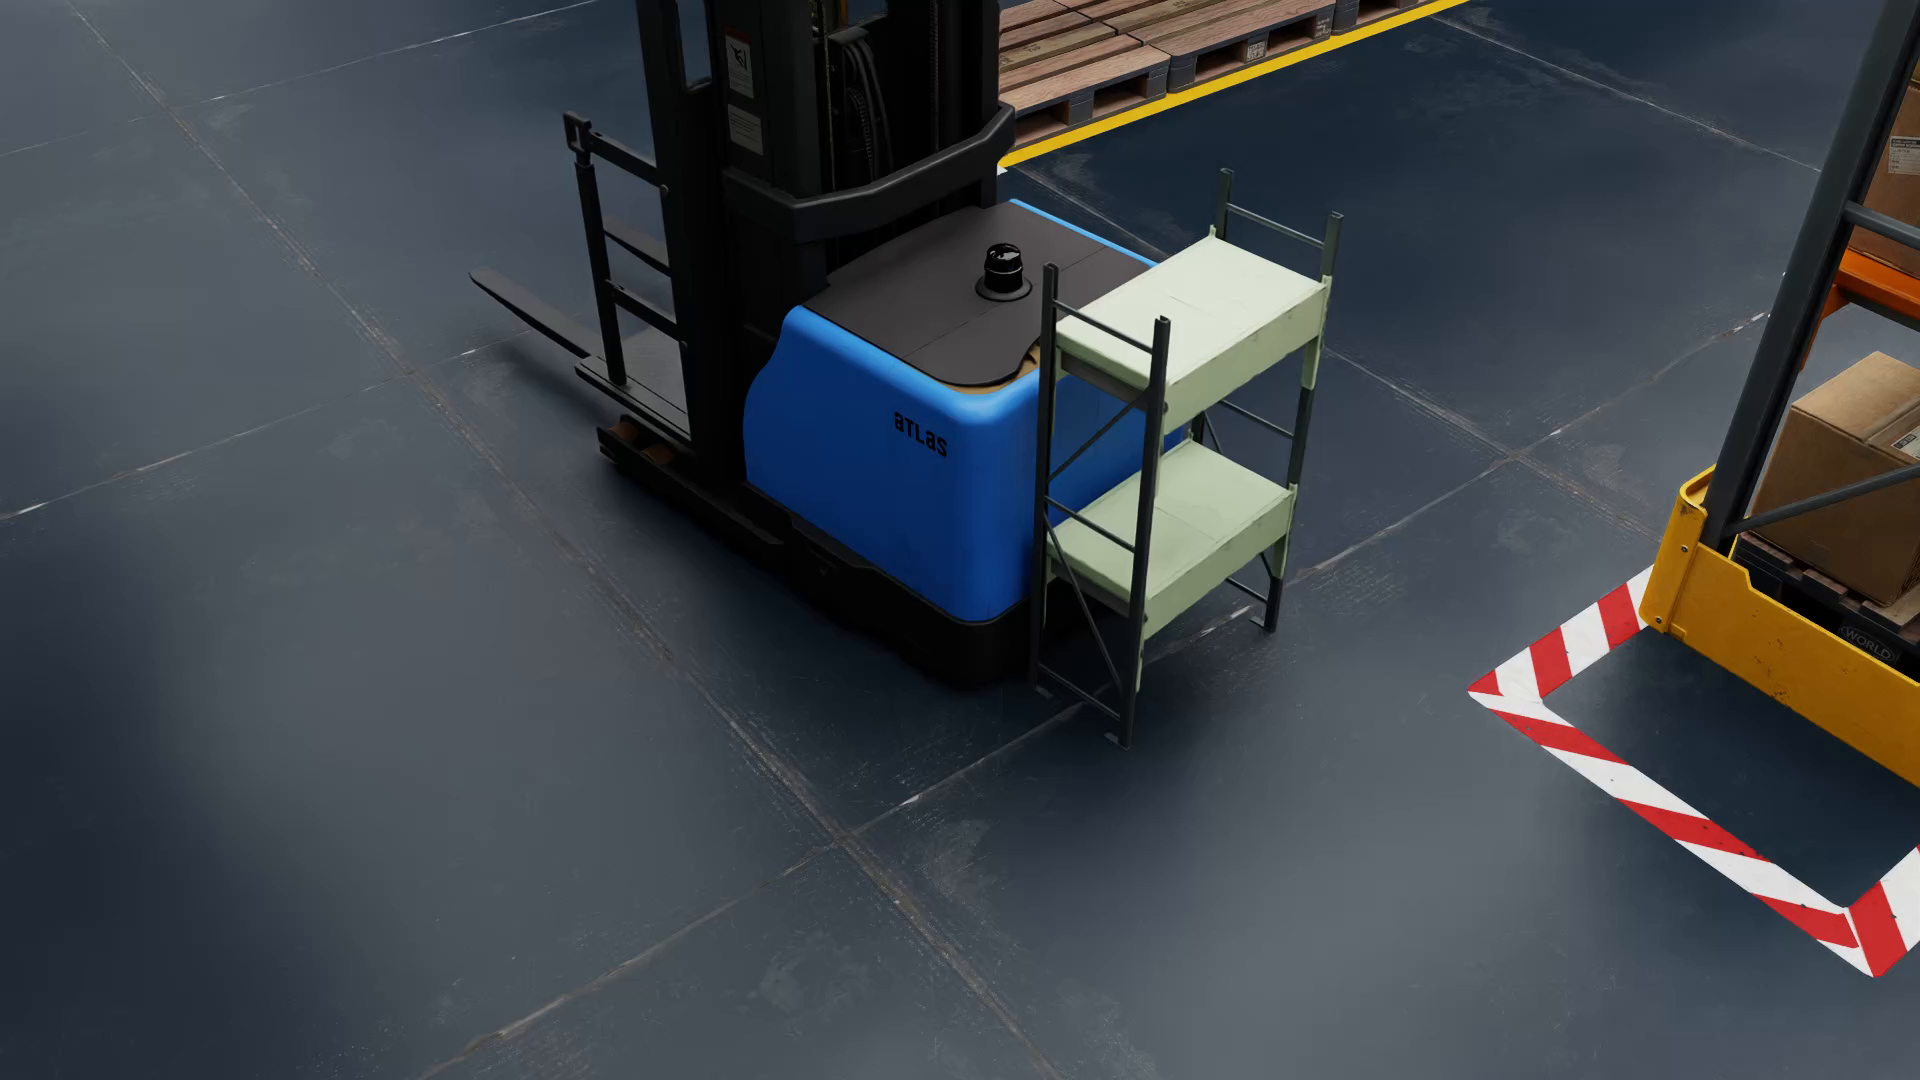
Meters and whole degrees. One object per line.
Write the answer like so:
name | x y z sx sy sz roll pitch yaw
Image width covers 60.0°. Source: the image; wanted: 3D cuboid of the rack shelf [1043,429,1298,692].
rack shelf | 0.618 0.047 5.023 0.431 0.370 0.720 32 49 33

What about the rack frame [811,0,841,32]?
rack frame | -0.385 -3.155 7.231 0.127 3.000 1.000 -26 46 -28

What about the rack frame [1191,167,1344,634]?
rack frame | 0.874 -0.370 5.019 0.400 1.500 0.023 32 49 33

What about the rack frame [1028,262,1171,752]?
rack frame | 0.362 -0.039 4.614 0.400 1.500 0.023 32 49 33

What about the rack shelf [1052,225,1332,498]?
rack shelf | 0.619 -0.506 4.569 0.431 0.370 0.720 32 49 33

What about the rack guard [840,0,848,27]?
rack guard | -0.396 -2.172 8.004 0.348 0.500 1.175 -26 46 -28

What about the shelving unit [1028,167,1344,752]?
shelving unit | 0.618 -0.205 4.816 0.431 1.500 0.755 32 49 33

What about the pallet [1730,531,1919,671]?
pallet | 3.323 0.078 5.489 1.213 0.211 1.003 -26 46 -28

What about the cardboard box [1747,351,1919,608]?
cardboard box | 2.912 -0.200 5.253 0.500 0.500 0.500 -26 46 -28

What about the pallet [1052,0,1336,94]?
pallet | 1.260 -2.845 9.051 1.213 0.211 1.003 -26 46 -28

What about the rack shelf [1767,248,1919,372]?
rack shelf | 4.217 -1.157 5.363 4.000 0.370 1.077 -26 46 -28

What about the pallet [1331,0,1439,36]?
pallet | 2.228 -3.319 9.629 1.213 0.211 1.003 -26 46 -28

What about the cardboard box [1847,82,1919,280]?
cardboard box | 2.820 -1.011 4.538 0.500 0.500 0.500 -25 45 -27

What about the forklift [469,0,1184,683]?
forklift | -0.670 -1.520 5.292 3.031 2.935 1.130 32 49 33

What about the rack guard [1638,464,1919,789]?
rack guard | 2.691 0.275 5.021 0.348 0.500 1.175 -26 46 -28

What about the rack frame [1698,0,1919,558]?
rack frame | 2.631 -0.662 4.192 0.127 3.000 1.000 -26 46 -28

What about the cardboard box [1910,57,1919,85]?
cardboard box | 2.816 -1.398 4.222 0.500 0.500 0.500 -26 46 -28

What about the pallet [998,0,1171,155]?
pallet | 0.293 -2.376 8.480 1.213 0.211 1.003 -26 46 -28
